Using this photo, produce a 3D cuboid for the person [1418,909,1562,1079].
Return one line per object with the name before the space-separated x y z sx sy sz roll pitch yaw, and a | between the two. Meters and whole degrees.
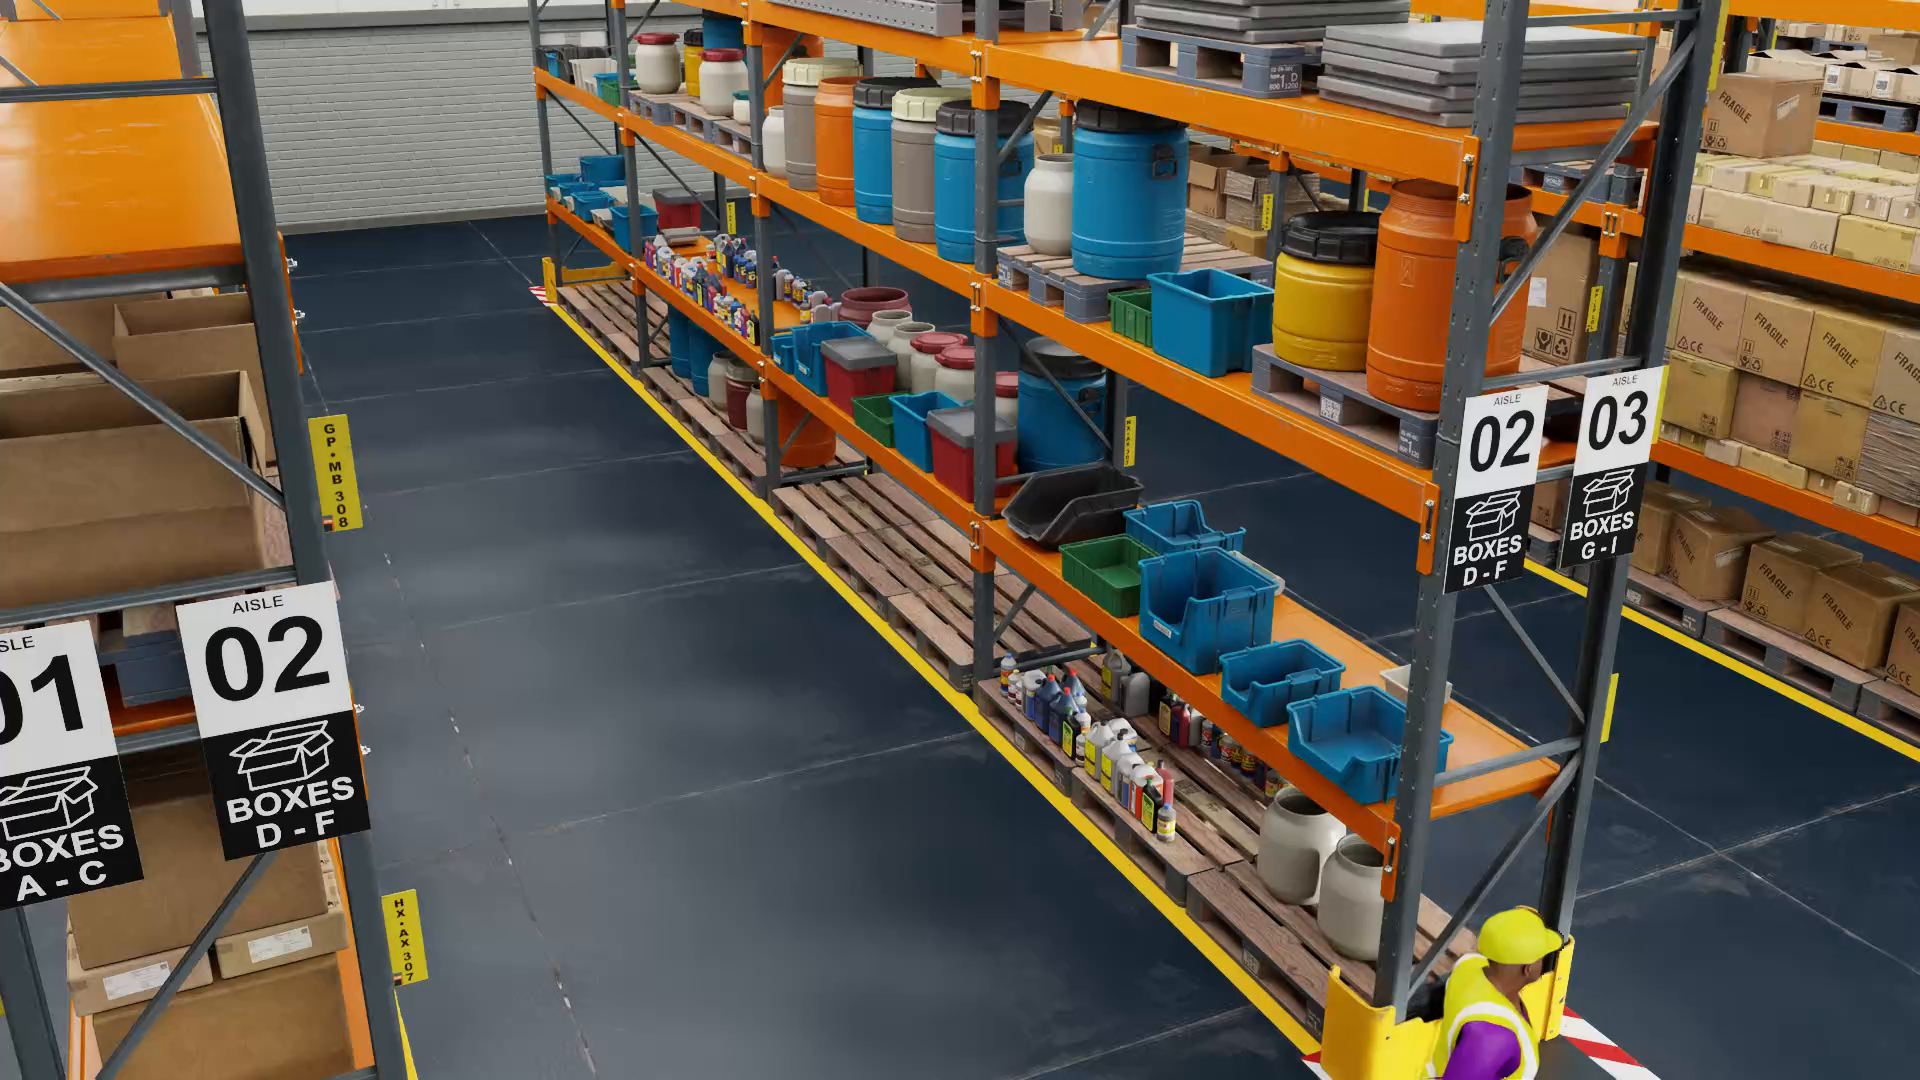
person | 1.819 2.065 5.927 0.958 1.715 0.602 2 22 6
